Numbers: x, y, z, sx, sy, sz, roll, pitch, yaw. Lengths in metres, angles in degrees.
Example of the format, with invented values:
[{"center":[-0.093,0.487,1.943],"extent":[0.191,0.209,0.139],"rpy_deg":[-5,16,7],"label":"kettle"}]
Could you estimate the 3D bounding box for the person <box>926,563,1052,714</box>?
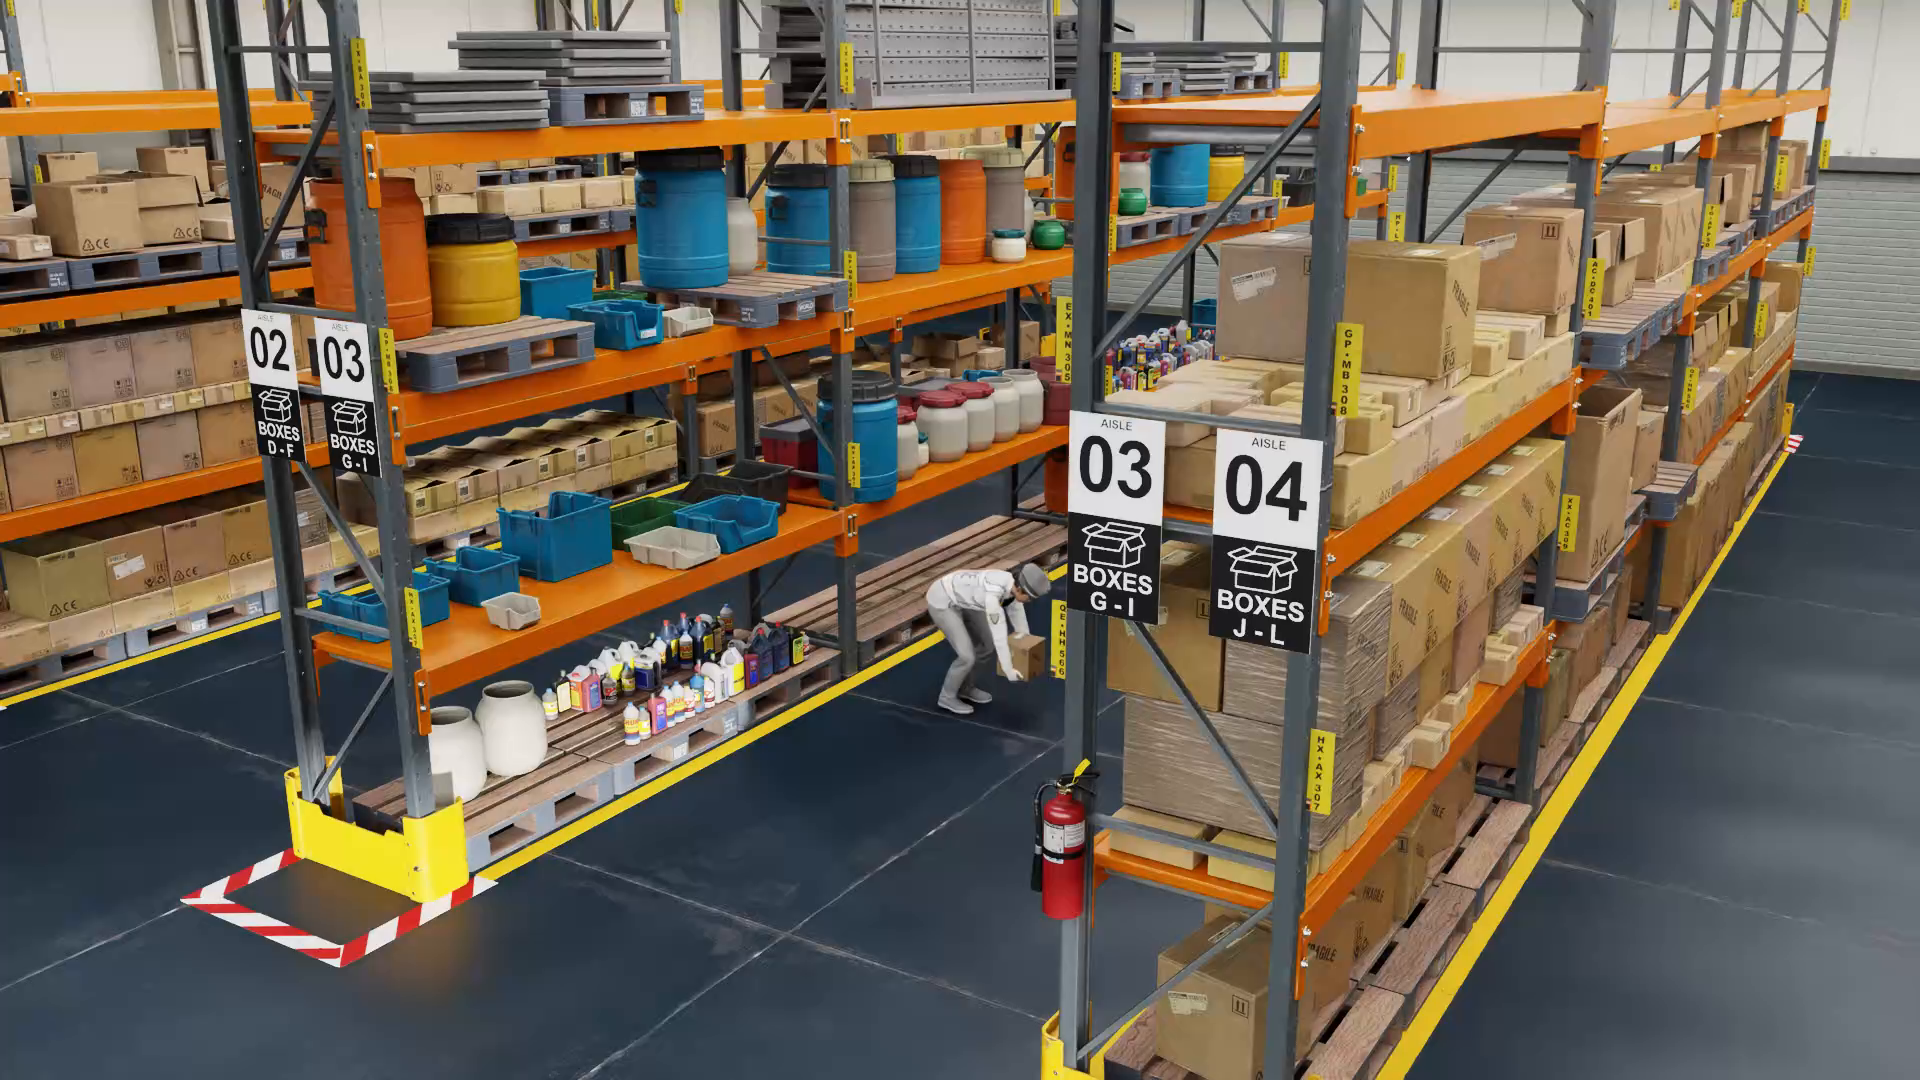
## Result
[{"center":[0.204,0.672,11.701],"extent":[0.917,1.125,0.445],"rpy_deg":[9,18,28],"label":"person"}]
